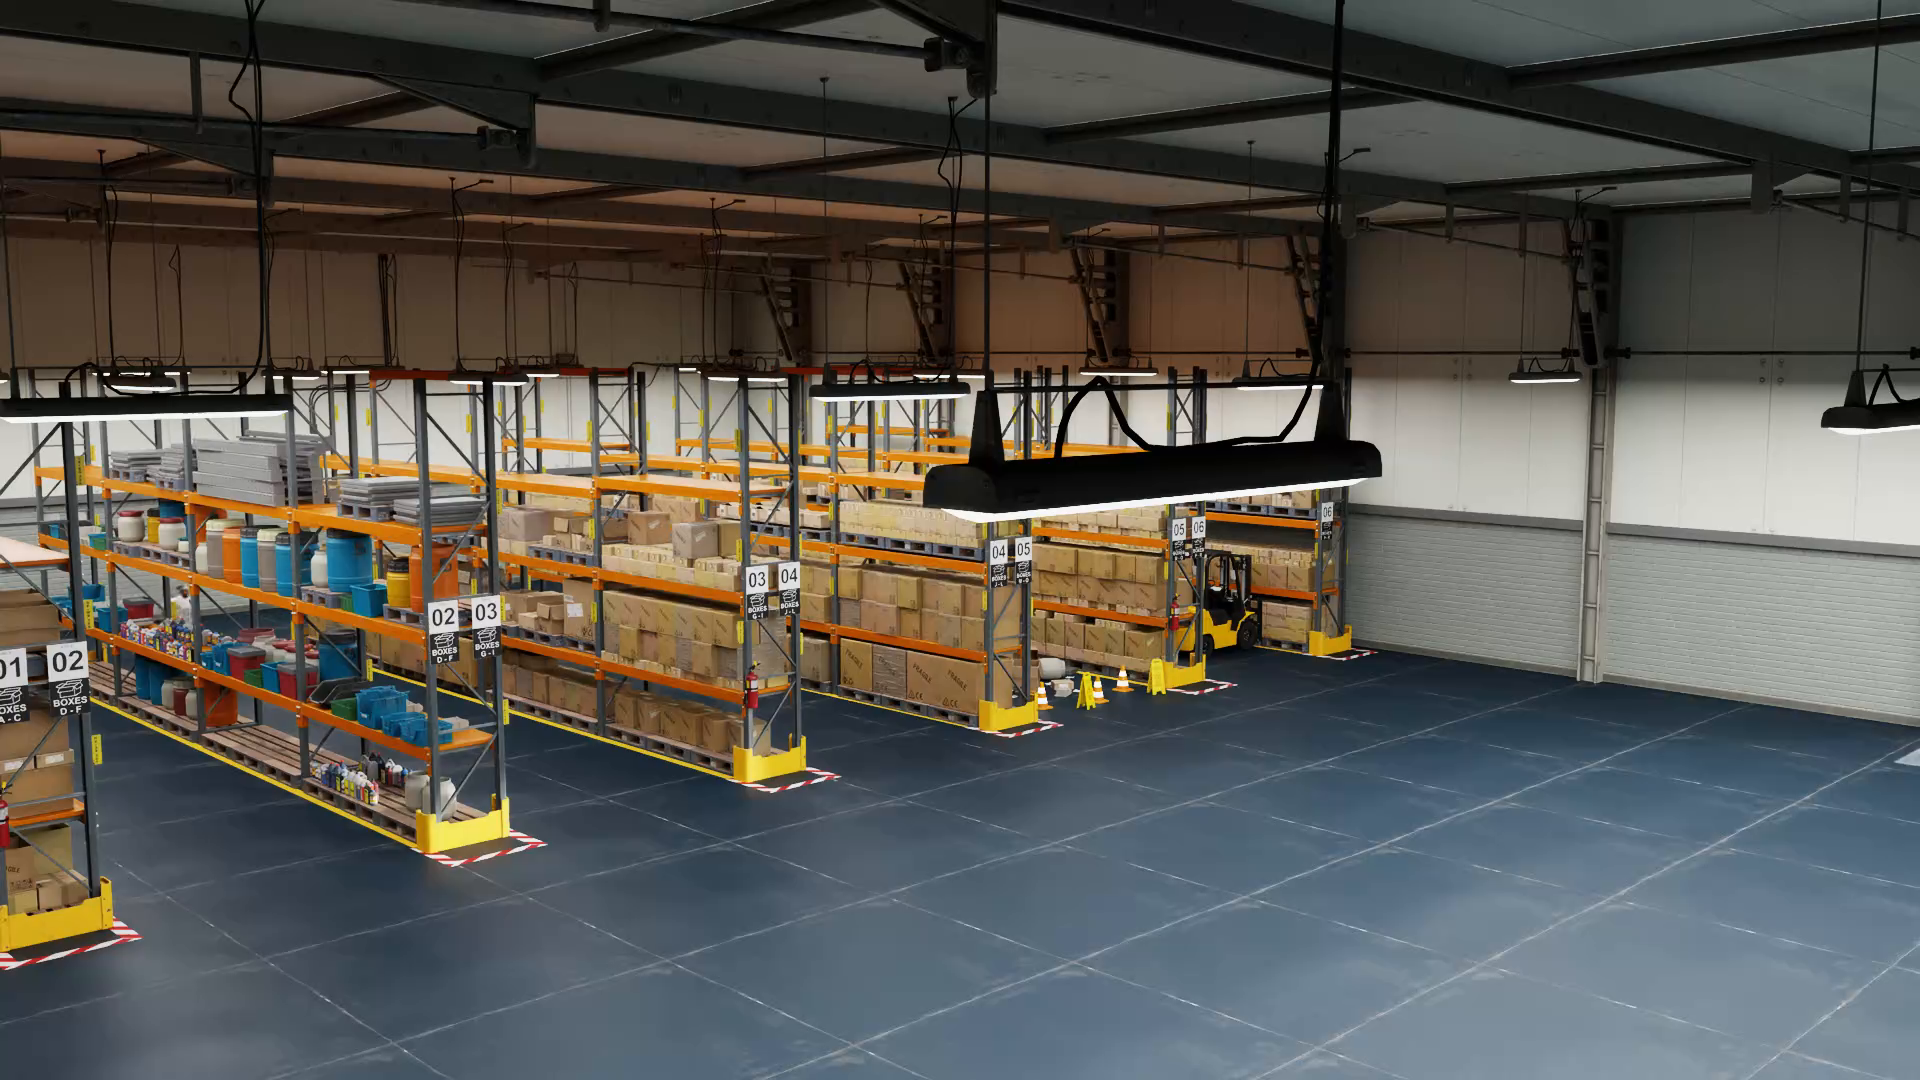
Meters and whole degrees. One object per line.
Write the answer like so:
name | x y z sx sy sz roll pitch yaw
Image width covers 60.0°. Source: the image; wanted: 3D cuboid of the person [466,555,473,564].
person | -11.626 1.098 39.452 0.564 1.610 0.823 0 6 -3

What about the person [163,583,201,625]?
person | -15.635 1.721 33.497 0.824 1.728 0.642 4 7 30
